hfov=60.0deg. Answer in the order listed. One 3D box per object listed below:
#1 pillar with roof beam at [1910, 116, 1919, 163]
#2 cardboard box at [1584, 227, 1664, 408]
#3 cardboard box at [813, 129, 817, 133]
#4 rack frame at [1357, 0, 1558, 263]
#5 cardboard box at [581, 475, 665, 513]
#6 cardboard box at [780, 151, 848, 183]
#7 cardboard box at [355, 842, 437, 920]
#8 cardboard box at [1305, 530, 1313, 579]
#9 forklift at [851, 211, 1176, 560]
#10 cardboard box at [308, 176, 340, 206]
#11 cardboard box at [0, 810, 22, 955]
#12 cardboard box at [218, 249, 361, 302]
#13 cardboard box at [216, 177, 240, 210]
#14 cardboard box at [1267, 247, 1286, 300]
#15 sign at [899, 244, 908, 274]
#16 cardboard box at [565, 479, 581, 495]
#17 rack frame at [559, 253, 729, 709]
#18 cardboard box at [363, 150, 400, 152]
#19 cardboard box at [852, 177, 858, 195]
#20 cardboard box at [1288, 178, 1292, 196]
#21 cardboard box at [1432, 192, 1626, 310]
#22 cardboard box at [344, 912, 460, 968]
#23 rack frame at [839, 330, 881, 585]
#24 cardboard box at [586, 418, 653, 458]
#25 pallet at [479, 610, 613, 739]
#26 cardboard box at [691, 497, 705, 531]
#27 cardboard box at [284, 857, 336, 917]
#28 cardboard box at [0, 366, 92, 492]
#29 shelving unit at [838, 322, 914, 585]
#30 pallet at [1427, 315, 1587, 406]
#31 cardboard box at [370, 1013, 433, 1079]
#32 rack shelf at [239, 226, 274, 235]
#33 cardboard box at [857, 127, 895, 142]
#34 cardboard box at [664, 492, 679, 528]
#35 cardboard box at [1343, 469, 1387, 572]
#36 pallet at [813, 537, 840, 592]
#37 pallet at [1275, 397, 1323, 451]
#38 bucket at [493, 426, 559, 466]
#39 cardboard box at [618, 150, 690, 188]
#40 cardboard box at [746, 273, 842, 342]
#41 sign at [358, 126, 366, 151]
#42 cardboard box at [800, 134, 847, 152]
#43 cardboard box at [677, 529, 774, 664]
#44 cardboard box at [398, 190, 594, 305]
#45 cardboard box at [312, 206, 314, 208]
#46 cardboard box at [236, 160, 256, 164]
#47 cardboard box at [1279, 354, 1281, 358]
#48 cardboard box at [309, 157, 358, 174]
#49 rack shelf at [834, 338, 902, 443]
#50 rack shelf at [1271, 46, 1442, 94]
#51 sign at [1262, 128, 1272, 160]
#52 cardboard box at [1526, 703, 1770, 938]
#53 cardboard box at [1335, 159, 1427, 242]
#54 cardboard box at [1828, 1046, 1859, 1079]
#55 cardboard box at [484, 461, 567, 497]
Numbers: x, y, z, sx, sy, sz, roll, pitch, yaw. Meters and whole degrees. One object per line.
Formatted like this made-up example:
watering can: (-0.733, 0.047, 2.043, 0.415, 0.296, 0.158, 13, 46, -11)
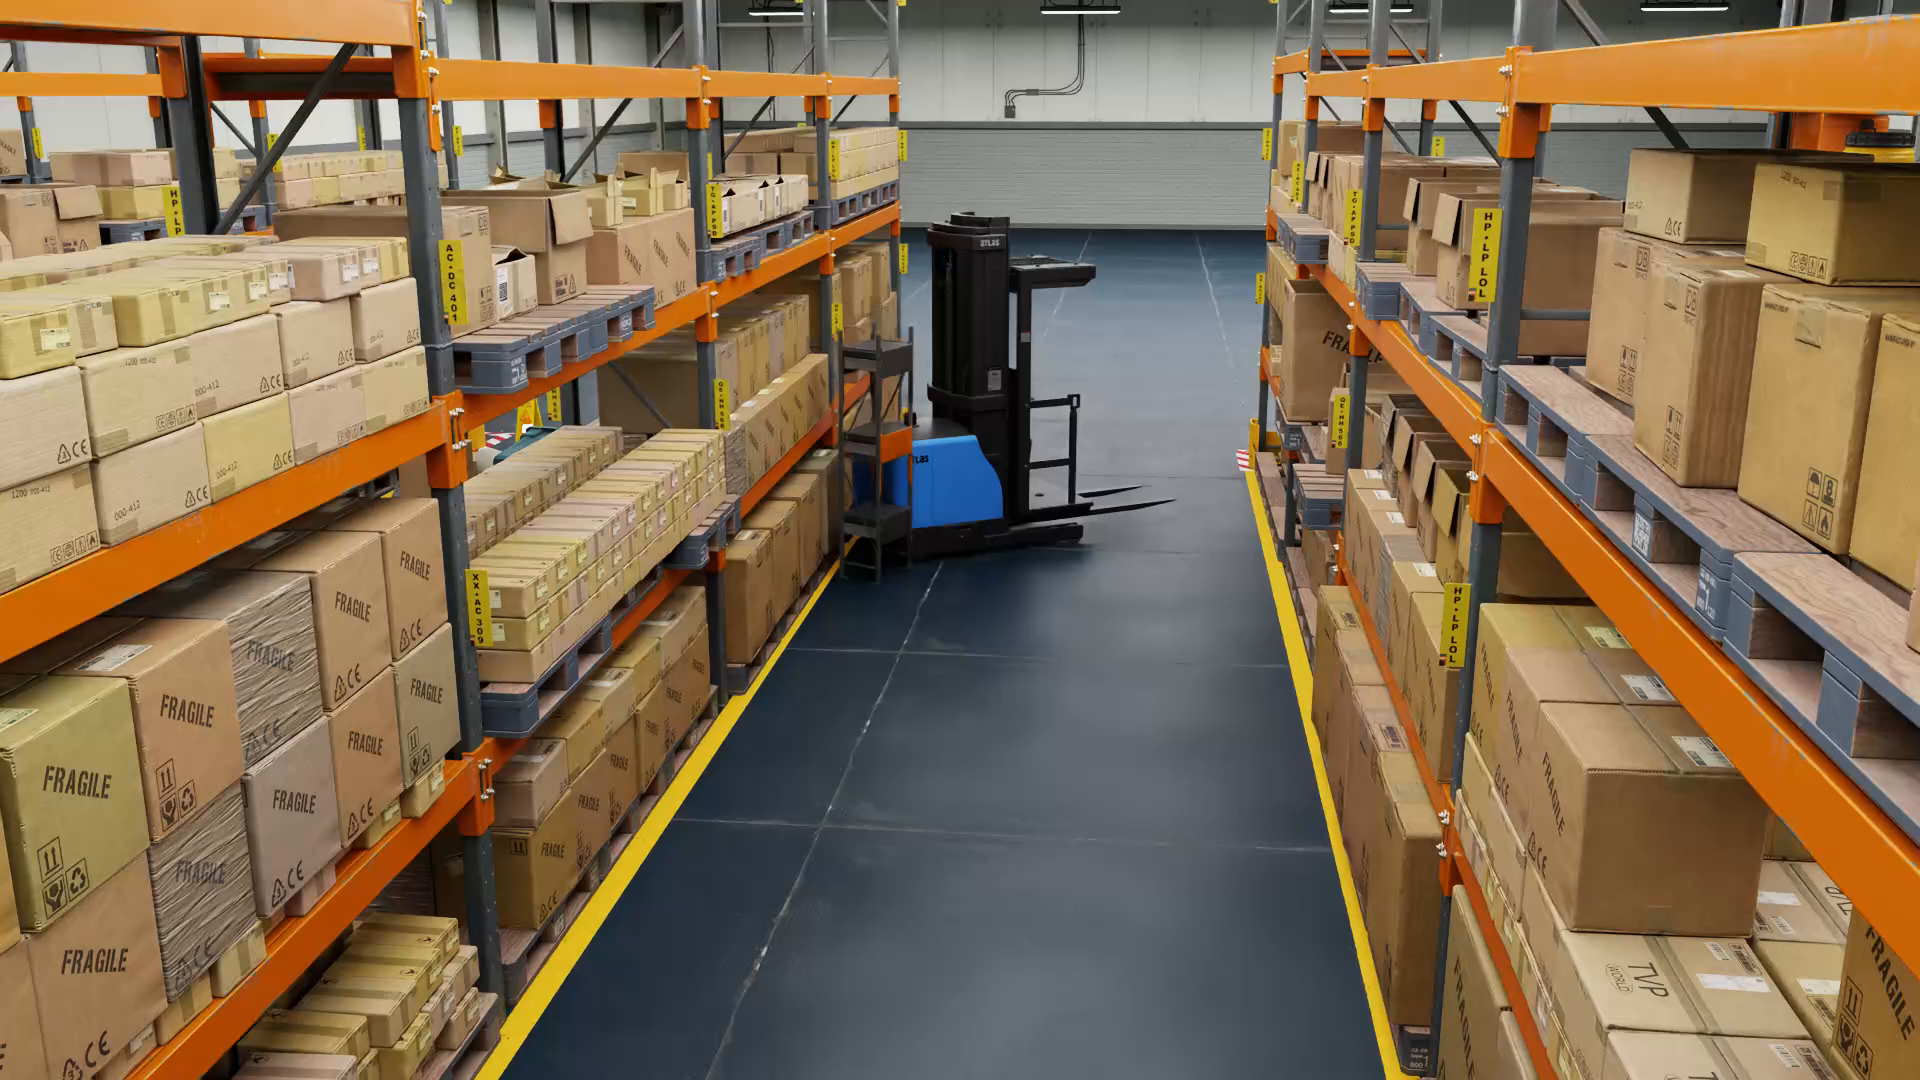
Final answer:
pillar with roof beam: (17.733, -10.860, 38.173, 9.100, 9.000, 0.400, 2, 15, 6)
cardboard box: (2.374, -0.688, 5.112, 0.700, 0.500, 0.500, 1, 15, 3)
cardboard box: (-1.629, -4.051, 16.698, 0.380, 0.149, 0.250, 1, 15, 5)
rack frame: (2.854, -3.078, 9.395, 1.000, 3.000, 0.127, 2, 15, 6)
cardboard box: (-1.810, -0.248, 8.956, 0.380, 0.149, 0.250, 2, 15, 9)
cardboard box: (-1.278, -3.281, 14.612, 0.500, 0.250, 0.500, 2, 15, 7)
cardboard box: (-2.681, 1.487, 7.988, 0.500, 0.500, 0.500, 1, 15, 5)
cardboard box: (3.142, 0.056, 13.242, 0.700, 0.500, 0.500, 2, 15, 6)
forklift: (0.559, -1.487, 15.136, 3.031, 2.935, 1.130, -7, 17, -25)
cardboard box: (-6.170, -3.271, 15.572, 0.500, 0.250, 0.500, 2, 15, 6)
cardboard box: (-2.600, 0.806, 3.846, 0.500, 0.500, 0.500, 2, 15, 8)
cardboard box: (-2.283, -0.904, 5.666, 0.380, 0.149, 0.250, 2, 15, 6)
cardboard box: (-6.463, -2.934, 14.092, 0.500, 0.250, 0.500, 1, 15, 5)
cardboard box: (3.361, -2.668, 16.693, 0.500, 0.500, 0.500, 2, 15, 6)
sign: (-0.622, -3.083, 18.234, 0.100, 0.325, 0.005, 2, 15, 6)
cardboard box: (-2.400, -0.255, 9.554, 0.380, 0.149, 0.250, 2, 15, 7)
rack frame: (-2.063, -0.355, 10.816, 1.000, 3.000, 0.127, 2, 15, 6)
cardboard box: (-6.332, -4.175, 18.150, 0.380, 0.149, 0.250, 2, 15, 6)
cardboard box: (-1.147, -3.251, 15.266, 0.380, 0.149, 0.250, 1, 15, 5)
cardboard box: (3.199, -3.223, 15.199, 0.380, 0.149, 0.250, 2, 15, 9)
cardboard box: (2.645, -1.353, 7.757, 0.797, 0.503, 0.637, 1, 15, 5)
cardboard box: (-2.295, 1.669, 6.849, 0.380, 0.149, 0.250, 2, 15, 8)
rack frame: (-0.824, -0.662, 13.652, 0.400, 2.100, 0.015, 10, 19, 29)
cardboard box: (-2.279, -0.528, 11.264, 0.500, 0.500, 0.500, 2, 15, 6)
pallet: (-2.283, 0.581, 7.721, 1.003, 0.211, 1.213, 2, 15, 6)
cardboard box: (-1.720, -0.164, 9.786, 0.380, 0.149, 0.250, 2, 15, 7)
cardboard box: (-2.378, 1.160, 5.695, 0.380, 0.149, 0.250, 1, 15, 4)
cardboard box: (-2.531, -0.269, 4.082, 0.500, 0.250, 0.500, 2, 15, 7)
shelving unit: (-0.699, -0.719, 13.854, 0.431, 2.100, 0.503, 10, 19, 29)
pallet: (2.457, -0.740, 6.860, 0.805, 0.209, 1.217, 1, 15, 4)
cardboard box: (-2.264, 1.944, 6.401, 0.380, 0.149, 0.250, 1, 15, 4)
rack shelf: (-6.767, -2.094, 12.879, 1.077, 0.370, 4.000, 2, 15, 6)
cardboard box: (-0.890, -4.230, 17.359, 0.380, 0.149, 0.250, 2, 15, 7)
cardboard box: (-1.781, -0.171, 9.244, 0.380, 0.149, 0.250, 2, 15, 6)
cardboard box: (2.529, -0.113, 9.729, 0.500, 0.500, 0.500, 2, 15, 8)
pallet: (-1.623, 0.156, 14.268, 1.003, 0.211, 1.213, 2, 15, 6)
pallet: (3.075, -0.933, 13.323, 1.003, 0.211, 1.213, 2, 15, 6)
bucket: (-3.887, -0.649, 15.263, 0.726, 0.611, 0.620, 7, 27, 25)
cardboard box: (-2.145, -2.561, 12.041, 0.500, 0.500, 0.500, 2, 15, 6)
cardboard box: (-1.535, -2.081, 14.842, 0.875, 0.550, 0.550, 2, 15, 6)
sign: (-6.629, -4.435, 18.485, 0.100, 0.325, 0.005, 2, 15, 6)
cardboard box: (-1.205, -3.506, 14.679, 0.380, 0.149, 0.250, 2, 15, 6)
cardboard box: (-1.904, 0.373, 11.629, 1.050, 0.750, 0.750, 1, 15, 5)
cardboard box: (-2.209, -1.415, 7.986, 0.797, 0.503, 0.637, 1, 15, 6)
cardboard box: (-6.259, -3.046, 15.503, 0.380, 0.149, 0.250, 2, 15, 6)
cardboard box: (-6.651, -3.447, 15.457, 0.380, 0.149, 0.250, 2, 15, 8)
cardboard box: (3.354, -1.745, 16.437, 0.380, 0.149, 0.250, 2, 15, 6)
cardboard box: (-6.089, -3.635, 16.153, 0.380, 0.149, 0.250, 1, 15, 5)
rack shelf: (-1.386, -1.564, 16.664, 1.077, 0.370, 4.000, 2, 15, 6)
rack shelf: (3.531, -4.286, 15.245, 1.077, 0.370, 4.000, 2, 15, 6)
sign: (3.218, -4.143, 17.405, 0.100, 0.325, 0.005, 2, 15, 6)
cardboard box: (1.978, 0.801, 4.822, 0.500, 0.500, 0.500, 1, 15, 4)
cardboard box: (2.707, -2.185, 10.686, 0.500, 0.500, 0.500, 2, 15, 6)
cardboard box: (2.386, 1.439, 3.898, 0.500, 0.250, 0.500, 1, 15, 4)
cardboard box: (-2.426, -0.337, 9.287, 0.380, 0.149, 0.250, 2, 15, 9)
